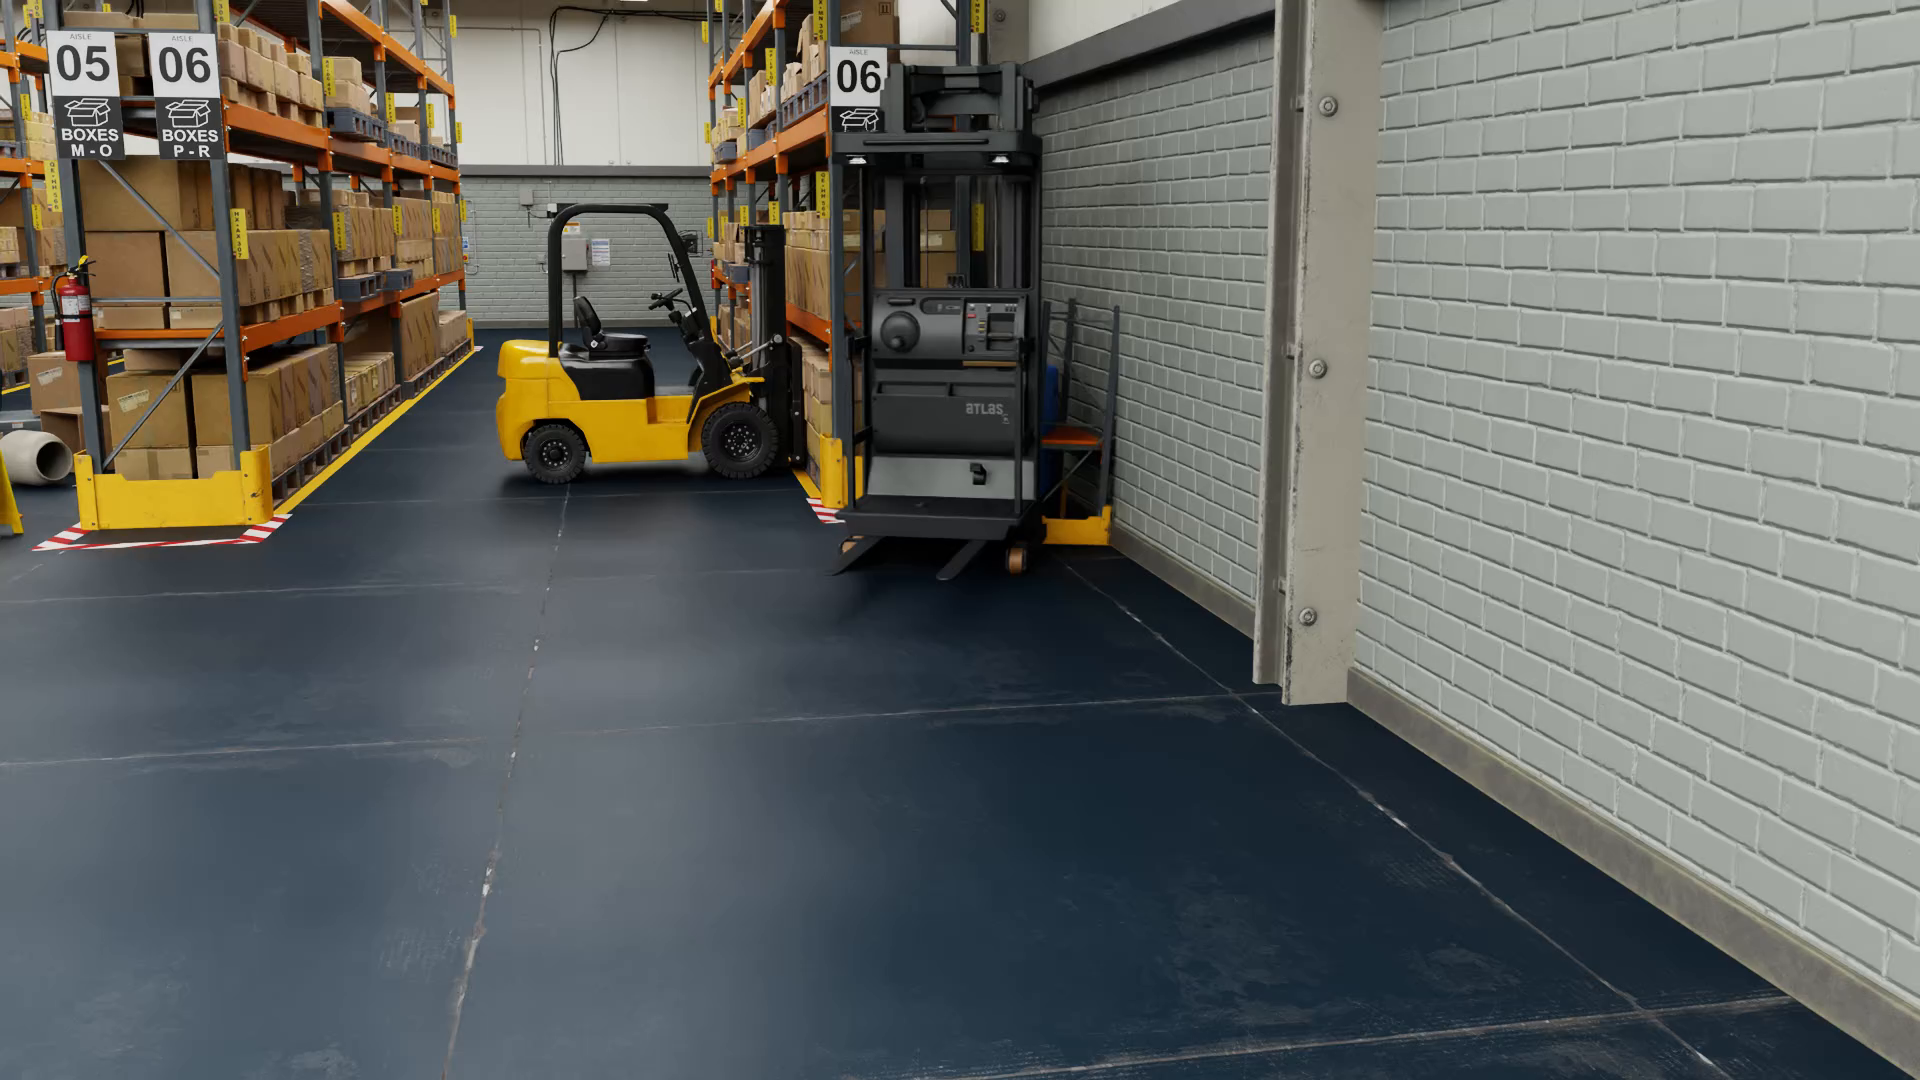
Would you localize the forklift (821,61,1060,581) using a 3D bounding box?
[{"bbox_3d":[-0.104,-1.310,9.740,1.130,2.935,3.031,2,11,10],"label":"forklift"}]

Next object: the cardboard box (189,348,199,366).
[{"bbox_3d":[-5.888,-1.367,12.345,0.380,0.149,0.250,-2,11,-10],"label":"cardboard box"}]

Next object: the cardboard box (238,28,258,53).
[{"bbox_3d":[-5.191,-3.533,11.751,0.380,0.149,0.250,-2,11,-11],"label":"cardboard box"}]

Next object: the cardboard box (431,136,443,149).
[{"bbox_3d":[-8.229,-6.086,25.638,0.500,0.250,0.500,-3,11,-16],"label":"cardboard box"}]

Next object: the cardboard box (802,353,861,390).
[{"bbox_3d":[-1.033,-1.362,13.388,0.500,0.250,0.500,-2,11,-10],"label":"cardboard box"}]

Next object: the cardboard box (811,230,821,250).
[{"bbox_3d":[-0.972,-2.367,13.106,0.380,0.149,0.250,-2,11,-13],"label":"cardboard box"}]

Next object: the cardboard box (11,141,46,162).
[{"bbox_3d":[-12.294,-5.072,21.702,0.500,0.250,0.500,-2,11,-8],"label":"cardboard box"}]

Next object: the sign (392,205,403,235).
[{"bbox_3d":[-6.319,-3.594,18.673,0.100,0.325,0.005,-2,11,-11],"label":"sign"}]

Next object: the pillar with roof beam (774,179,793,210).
[{"bbox_3d":[-7.400,-8.009,28.709,9.100,9.000,0.400,-2,11,-11],"label":"pillar with roof beam"}]

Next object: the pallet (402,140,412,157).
[{"bbox_3d":[-7.247,-4.745,20.085,1.003,0.211,1.213,-2,11,-8],"label":"pallet"}]

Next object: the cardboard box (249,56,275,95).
[{"bbox_3d":[-5.343,-3.410,12.174,0.500,0.250,0.500,-2,11,-9],"label":"cardboard box"}]

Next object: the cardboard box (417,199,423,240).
[{"bbox_3d":[-7.107,-4.056,21.040,0.500,0.500,0.500,-2,11,-9],"label":"cardboard box"}]

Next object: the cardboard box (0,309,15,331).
[{"bbox_3d":[-11.983,-2.702,20.429,0.500,0.250,0.500,-2,11,-8],"label":"cardboard box"}]

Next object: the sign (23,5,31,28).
[{"bbox_3d":[-13.773,-7.737,24.567,0.100,0.325,0.005,-2,11,-11],"label":"sign"}]

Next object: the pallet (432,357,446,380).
[{"bbox_3d":[-7.403,-2.268,22.047,1.003,0.211,1.213,-2,11,-11],"label":"pallet"}]

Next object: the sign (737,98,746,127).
[{"bbox_3d":[-2.514,-4.932,19.182,0.100,0.325,0.005,-2,11,-11],"label":"sign"}]

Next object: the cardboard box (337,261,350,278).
[{"bbox_3d":[-5.869,-2.505,15.384,0.380,0.149,0.250,-2,11,-10],"label":"cardboard box"}]

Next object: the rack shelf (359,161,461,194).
[{"bbox_3d":[-8.016,-5.263,24.229,1.077,0.370,4.000,-2,11,-11],"label":"rack shelf"}]

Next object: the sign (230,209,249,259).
[{"bbox_3d":[-4.761,-2.021,10.975,0.100,0.325,0.005,-2,11,-11],"label":"sign"}]

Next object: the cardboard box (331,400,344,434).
[{"bbox_3d":[-5.693,-1.066,14.506,0.500,0.250,0.500,-2,11,-8],"label":"cardboard box"}]

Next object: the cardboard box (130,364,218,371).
[{"bbox_3d":[-5.810,-1.033,12.324,0.500,0.500,0.500,-2,11,-9],"label":"cardboard box"}]

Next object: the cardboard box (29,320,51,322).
[{"bbox_3d":[-13.054,-3.018,23.440,0.380,0.149,0.250,-2,11,-11],"label":"cardboard box"}]

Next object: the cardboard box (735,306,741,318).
[{"bbox_3d":[-2.950,-3.179,23.205,0.380,0.149,0.250,-2,11,-8],"label":"cardboard box"}]

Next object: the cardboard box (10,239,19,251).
[{"bbox_3d":[-12.192,-3.741,21.083,0.380,0.149,0.250,-2,11,-9],"label":"cardboard box"}]

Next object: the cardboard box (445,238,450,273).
[{"bbox_3d":[-7.646,-4.105,23.974,0.500,0.500,0.500,-2,11,-11],"label":"cardboard box"}]

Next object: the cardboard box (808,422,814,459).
[{"bbox_3d":[-0.914,-0.779,12.995,0.500,0.250,0.500,-2,11,-11],"label":"cardboard box"}]

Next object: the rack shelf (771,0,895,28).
[{"bbox_3d":[-0.814,-4.521,13.375,1.077,0.370,4.000,-2,11,-11],"label":"rack shelf"}]

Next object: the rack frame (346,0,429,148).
[{"bbox_3d":[-7.627,-6.724,21.954,1.000,3.000,0.127,-2,11,-11],"label":"rack frame"}]

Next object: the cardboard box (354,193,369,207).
[{"bbox_3d":[-6.254,-3.473,17.001,0.380,0.149,0.250,-3,11,-14],"label":"cardboard box"}]

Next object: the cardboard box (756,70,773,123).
[{"bbox_3d":[-1.881,-4.674,17.549,0.500,0.500,0.500,-2,11,-10],"label":"cardboard box"}]

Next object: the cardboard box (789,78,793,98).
[{"bbox_3d":[-1.264,-3.862,14.222,0.380,0.149,0.250,-2,11,-9],"label":"cardboard box"}]

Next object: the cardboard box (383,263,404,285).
[{"bbox_3d":[-6.698,-3.068,19.195,0.500,0.250,0.500,-2,11,-12],"label":"cardboard box"}]

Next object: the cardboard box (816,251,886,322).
[{"bbox_3d":[-0.778,-1.887,12.319,0.500,0.500,0.500,-2,11,-12],"label":"cardboard box"}]

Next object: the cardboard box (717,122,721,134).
[{"bbox_3d":[-3.131,-5.639,22.762,0.380,0.149,0.250,-2,11,-9],"label":"cardboard box"}]

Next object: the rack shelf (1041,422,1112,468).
[{"bbox_3d":[0.582,-0.631,10.844,0.538,0.185,1.000,2,10,-13],"label":"rack shelf"}]

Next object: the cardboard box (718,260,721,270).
[{"bbox_3d":[-3.540,-4.259,25.725,0.380,0.149,0.250,-2,11,-13],"label":"cardboard box"}]

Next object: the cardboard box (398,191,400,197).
[{"bbox_3d":[-7.983,-4.779,23.105,0.380,0.149,0.250,-2,11,-11],"label":"cardboard box"}]

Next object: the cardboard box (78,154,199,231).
[{"bbox_3d":[-5.607,-2.348,11.272,0.700,0.500,0.500,-2,11,-12],"label":"cardboard box"}]

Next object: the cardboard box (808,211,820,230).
[{"bbox_3d":[-0.992,-2.512,13.074,0.380,0.149,0.250,-2,11,-10],"label":"cardboard box"}]

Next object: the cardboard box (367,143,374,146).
[{"bbox_3d":[-6.526,-4.298,17.902,0.380,0.149,0.250,-2,11,-11],"label":"cardboard box"}]

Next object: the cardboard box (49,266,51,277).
[{"bbox_3d":[-12.320,-3.563,22.066,0.380,0.149,0.250,-2,11,-9],"label":"cardboard box"}]

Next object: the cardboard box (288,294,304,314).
[{"bbox_3d":[-5.403,-1.858,13.107,0.380,0.149,0.250,-2,11,-11],"label":"cardboard box"}]

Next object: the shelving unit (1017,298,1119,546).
[{"bbox_3d":[0.593,-0.809,10.821,0.587,1.500,1.083,2,10,-13],"label":"shelving unit"}]

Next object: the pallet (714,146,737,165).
[{"bbox_3d":[-2.701,-5.217,22.563,1.213,0.211,1.003,-2,11,-11],"label":"pallet"}]

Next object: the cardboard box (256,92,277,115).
[{"bbox_3d":[-5.294,-3.235,12.321,0.380,0.149,0.250,-2,11,-10],"label":"cardboard box"}]

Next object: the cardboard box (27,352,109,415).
[{"bbox_3d":[-7.811,-1.383,14.600,0.500,0.500,0.500,-2,11,-11],"label":"cardboard box"}]

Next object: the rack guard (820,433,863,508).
[{"bbox_3d":[-0.420,-0.524,12.115,1.175,0.500,0.348,-2,11,-11],"label":"rack guard"}]

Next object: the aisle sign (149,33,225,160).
[{"bbox_3d":[-4.977,-2.853,10.708,0.394,0.787,0.004,-2,11,-11],"label":"aisle sign"}]

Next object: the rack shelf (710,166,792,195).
[{"bbox_3d":[-3.148,-5.445,25.181,1.077,0.370,4.000,-2,11,-11],"label":"rack shelf"}]

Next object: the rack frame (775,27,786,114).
[{"bbox_3d":[-1.203,-5.437,15.197,1.000,3.000,0.127,-2,11,-11],"label":"rack frame"}]

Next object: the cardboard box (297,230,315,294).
[{"bbox_3d":[-5.529,-2.243,13.395,0.500,0.500,0.500,-2,11,-9],"label":"cardboard box"}]

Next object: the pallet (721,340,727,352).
[{"bbox_3d":[-3.132,-2.938,25.568,1.003,0.211,1.213,-2,11,-11],"label":"pallet"}]

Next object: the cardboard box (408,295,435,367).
[{"bbox_3d":[-7.245,-2.663,21.224,0.875,0.875,0.875,-2,11,-9],"label":"cardboard box"}]
